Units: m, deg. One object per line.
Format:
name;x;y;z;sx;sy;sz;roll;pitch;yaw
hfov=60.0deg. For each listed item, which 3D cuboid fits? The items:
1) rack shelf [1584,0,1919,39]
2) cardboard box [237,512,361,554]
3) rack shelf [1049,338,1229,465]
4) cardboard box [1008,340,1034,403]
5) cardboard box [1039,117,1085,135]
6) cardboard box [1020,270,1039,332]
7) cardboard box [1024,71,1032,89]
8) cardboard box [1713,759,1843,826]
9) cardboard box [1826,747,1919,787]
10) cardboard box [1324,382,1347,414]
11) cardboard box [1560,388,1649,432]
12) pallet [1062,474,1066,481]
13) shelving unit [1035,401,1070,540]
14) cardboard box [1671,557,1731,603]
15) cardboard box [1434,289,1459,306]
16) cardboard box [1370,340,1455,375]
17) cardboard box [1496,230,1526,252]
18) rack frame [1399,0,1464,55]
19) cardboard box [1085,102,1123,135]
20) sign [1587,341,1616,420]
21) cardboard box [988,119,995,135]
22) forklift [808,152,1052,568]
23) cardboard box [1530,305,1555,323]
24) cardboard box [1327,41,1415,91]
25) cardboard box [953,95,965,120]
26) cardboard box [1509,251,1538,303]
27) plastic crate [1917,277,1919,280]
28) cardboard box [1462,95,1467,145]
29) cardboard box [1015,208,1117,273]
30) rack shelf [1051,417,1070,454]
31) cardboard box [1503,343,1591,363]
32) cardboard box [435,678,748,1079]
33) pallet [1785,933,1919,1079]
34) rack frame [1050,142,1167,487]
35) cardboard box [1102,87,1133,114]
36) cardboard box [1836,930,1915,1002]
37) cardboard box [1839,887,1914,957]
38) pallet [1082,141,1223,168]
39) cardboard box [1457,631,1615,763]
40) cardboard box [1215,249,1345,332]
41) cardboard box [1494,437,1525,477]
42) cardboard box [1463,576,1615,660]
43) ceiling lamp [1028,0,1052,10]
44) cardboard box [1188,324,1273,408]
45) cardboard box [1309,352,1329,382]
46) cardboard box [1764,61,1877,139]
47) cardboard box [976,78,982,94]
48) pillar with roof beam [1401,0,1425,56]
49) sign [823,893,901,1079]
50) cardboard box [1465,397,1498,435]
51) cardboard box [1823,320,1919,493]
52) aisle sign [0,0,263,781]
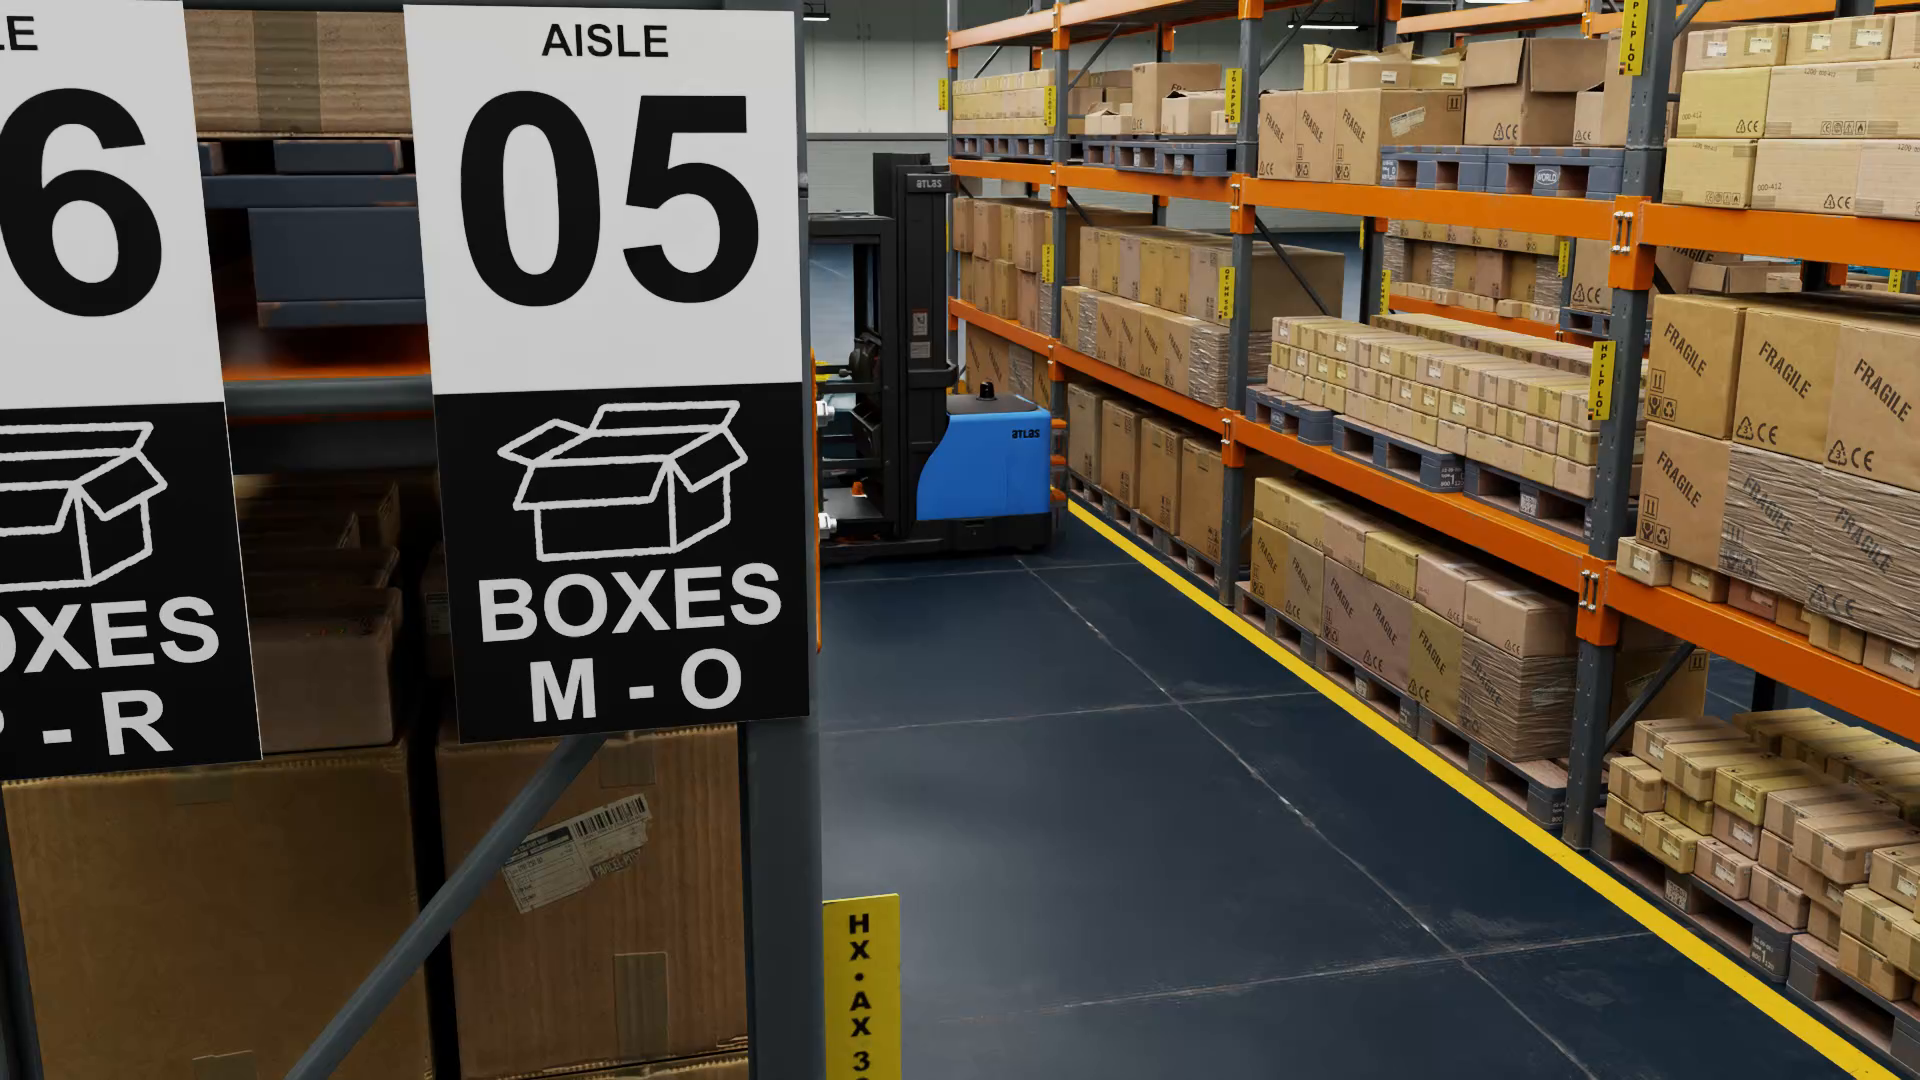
rack shelf;6.618;-4.133;13.243;1.077;0.370;4.000;-3;14;-13
cardboard box;-1.171;0.063;2.663;0.380;0.149;0.250;-3;14;-14
rack shelf;1.773;-1.160;12.871;1.077;0.370;4.000;-3;14;-13
cardboard box;1.008;-1.500;16.337;0.875;0.875;0.875;-3;14;-13
cardboard box;0.907;-3.625;14.558;0.380;0.149;0.250;-3;14;-13
cardboard box;1.054;-2.254;15.517;0.875;0.550;0.550;-3;14;-13
cardboard box;0.790;-4.129;14.941;0.380;0.149;0.250;-3;14;-13
cardboard box;3.176;0.980;6.465;0.380;0.149;0.250;-3;14;-14
cardboard box;3.683;0.948;6.596;0.380;0.149;0.250;-3;14;-14
cardboard box;2.343;-0.829;9.646;0.380;0.149;0.250;-3;14;-11
cardboard box;2.898;-0.578;7.364;0.380;0.149;0.250;-3;14;-11
pallet;1.201;-0.796;15.741;1.003;0.211;1.213;-3;14;-13
shelving unit;0.710;-0.539;12.920;0.215;1.050;0.252;-3;14;-14
cardboard box;3.063;0.136;6.581;0.380;0.149;0.250;-3;14;-12
cardboard box;5.302;-2.594;17.756;0.380;0.149;0.250;-3;14;-13
cardboard box;2.473;-0.999;9.086;0.380;0.149;0.250;-3;14;-11
cardboard box;5.656;-3.107;16.379;0.500;0.500;0.500;-3;14;-13
rack frame;5.209;-6.061;18.776;1.000;3.000;0.127;-3;14;-13
cardboard box;1.202;-3.462;13.646;0.258;0.266;0.396;-4;14;-14
sign;2.643;-0.656;6.853;0.100;0.325;0.005;-3;14;-13
cardboard box;0.490;-4.035;16.235;0.380;0.149;0.250;-3;14;-13
forklift;-0.880;-1.359;12.315;3.031;2.935;1.130;-3;14;-14
cardboard box;5.763;-2.194;16.115;0.380;0.149;0.250;-3;14;-13
cardboard box;2.289;-2.642;9.275;0.396;0.266;0.258;-3;14;-13
cardboard box;0.228;-4.550;17.502;0.500;0.250;0.500;-3;14;-13
cardboard box;6.019;-2.642;16.583;0.875;0.500;0.500;-3;14;-13
plastic crate;10.439;-2.668;17.841;0.499;0.251;0.616;-3;14;-13
cardboard box;2.867;-2.206;9.106;0.500;0.500;0.500;-3;14;-13
cardboard box;1.008;-2.776;15.378;0.875;0.550;0.550;-3;14;-13
rack shelf;0.710;-0.804;12.856;0.215;0.259;0.240;-3;14;-14
cardboard box;3.165;-0.973;8.981;0.380;0.149;0.250;-3;14;-11
cardboard box;-0.502;0.436;2.506;0.500;0.500;0.500;-4;14;-14
pallet;3.664;1.664;5.671;1.003;0.211;1.213;-3;14;-13
rack frame;1.303;-1.971;14.675;1.000;3.000;0.127;-3;14;-13
cardboard box;1.461;-3.881;14.765;0.500;0.250;0.500;-3;14;-13
cardboard box;3.299;1.454;5.776;0.380;0.149;0.250;-4;14;-15
cardboard box;3.295;1.309;5.745;0.380;0.149;0.250;-3;14;-14
pallet;1.566;-3.126;13.487;0.805;0.209;1.217;-4;14;-15
cardboard box;2.763;0.728;8.009;0.500;0.500;0.500;-4;14;-14
cardboard box;2.147;-1.687;11.193;0.700;0.500;0.500;-3;14;-13
cardboard box;2.778;-0.406;7.911;0.380;0.149;0.250;-3;14;-13
cardboard box;2.761;0.363;7.924;0.500;0.250;0.500;-4;14;-15
ceiling lamp;2.564;-14.956;42.882;2.000;3.185;0.800;-3;14;-13
cardboard box;1.876;-1.186;11.250;0.500;0.500;0.500;-3;14;-13
cardboard box;2.293;-1.028;9.833;0.380;0.149;0.250;-4;14;-15
cardboard box;3.174;-1.513;5.742;0.500;0.250;0.500;-3;14;-13
cardboard box;0.371;-4.540;16.621;0.380;0.149;0.250;-4;14;-14
pillar with roof beam;9.428;-13.457;49.048;9.100;9.000;0.548;-3;14;-13
sign;-0.125;0.608;2.128;0.100;0.325;0.005;-3;14;-13
cardboard box;2.710;-0.614;8.136;0.380;0.149;0.250;-4;14;-15
cardboard box;3.276;-0.450;5.504;0.500;0.500;0.500;-3;14;-12
aisle sign;-0.951;-0.132;1.671;0.394;0.787;0.004;-3;14;-13
